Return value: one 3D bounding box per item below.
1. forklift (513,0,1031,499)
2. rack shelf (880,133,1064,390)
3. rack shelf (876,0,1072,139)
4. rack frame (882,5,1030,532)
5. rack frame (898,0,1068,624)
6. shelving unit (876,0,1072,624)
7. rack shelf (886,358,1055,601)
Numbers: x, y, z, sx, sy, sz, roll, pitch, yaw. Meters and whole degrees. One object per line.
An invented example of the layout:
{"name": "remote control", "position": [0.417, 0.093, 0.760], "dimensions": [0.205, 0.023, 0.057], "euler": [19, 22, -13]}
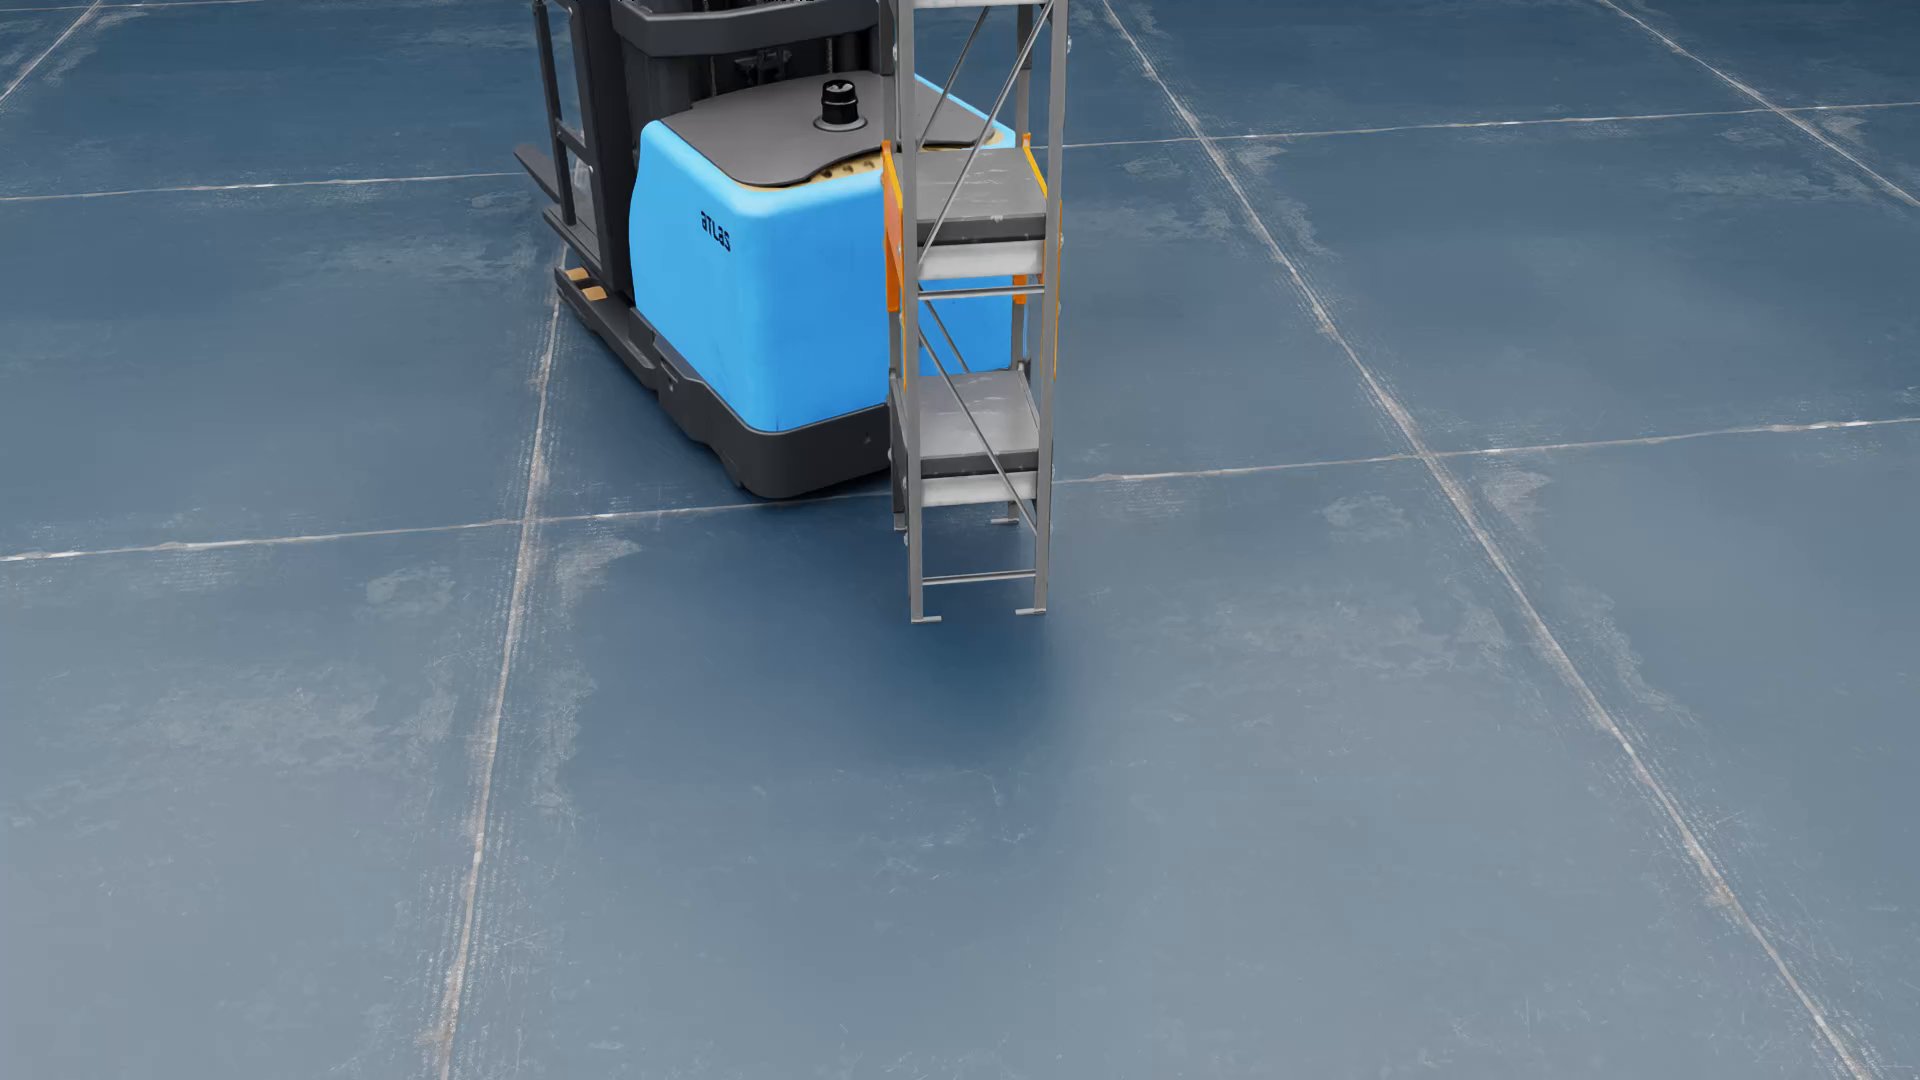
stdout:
{"name": "forklift", "position": [-0.940, -2.145, 5.795], "dimensions": [1.130, 2.935, 3.031], "euler": [-18, 38, -25]}
{"name": "rack shelf", "position": [0.022, -0.764, 4.531], "dimensions": [0.431, 0.518, 0.480], "euler": [-4, 35, -6]}
{"name": "rack shelf", "position": [0.022, -1.342, 4.137], "dimensions": [0.431, 0.518, 0.480], "euler": [-4, 35, -6]}
{"name": "rack frame", "position": [-0.011, -0.911, 4.723], "dimensions": [0.400, 2.100, 0.015], "euler": [-4, 35, -6]}
{"name": "rack frame", "position": [0.055, -0.639, 4.323], "dimensions": [0.400, 2.100, 0.015], "euler": [-4, 35, -6]}
{"name": "shelving unit", "position": [0.022, -0.775, 4.523], "dimensions": [0.431, 2.100, 0.503], "euler": [-4, 35, -6]}
{"name": "rack shelf", "position": [0.022, -0.186, 4.925], "dimensions": [0.431, 0.518, 0.480], "euler": [-4, 35, -6]}
